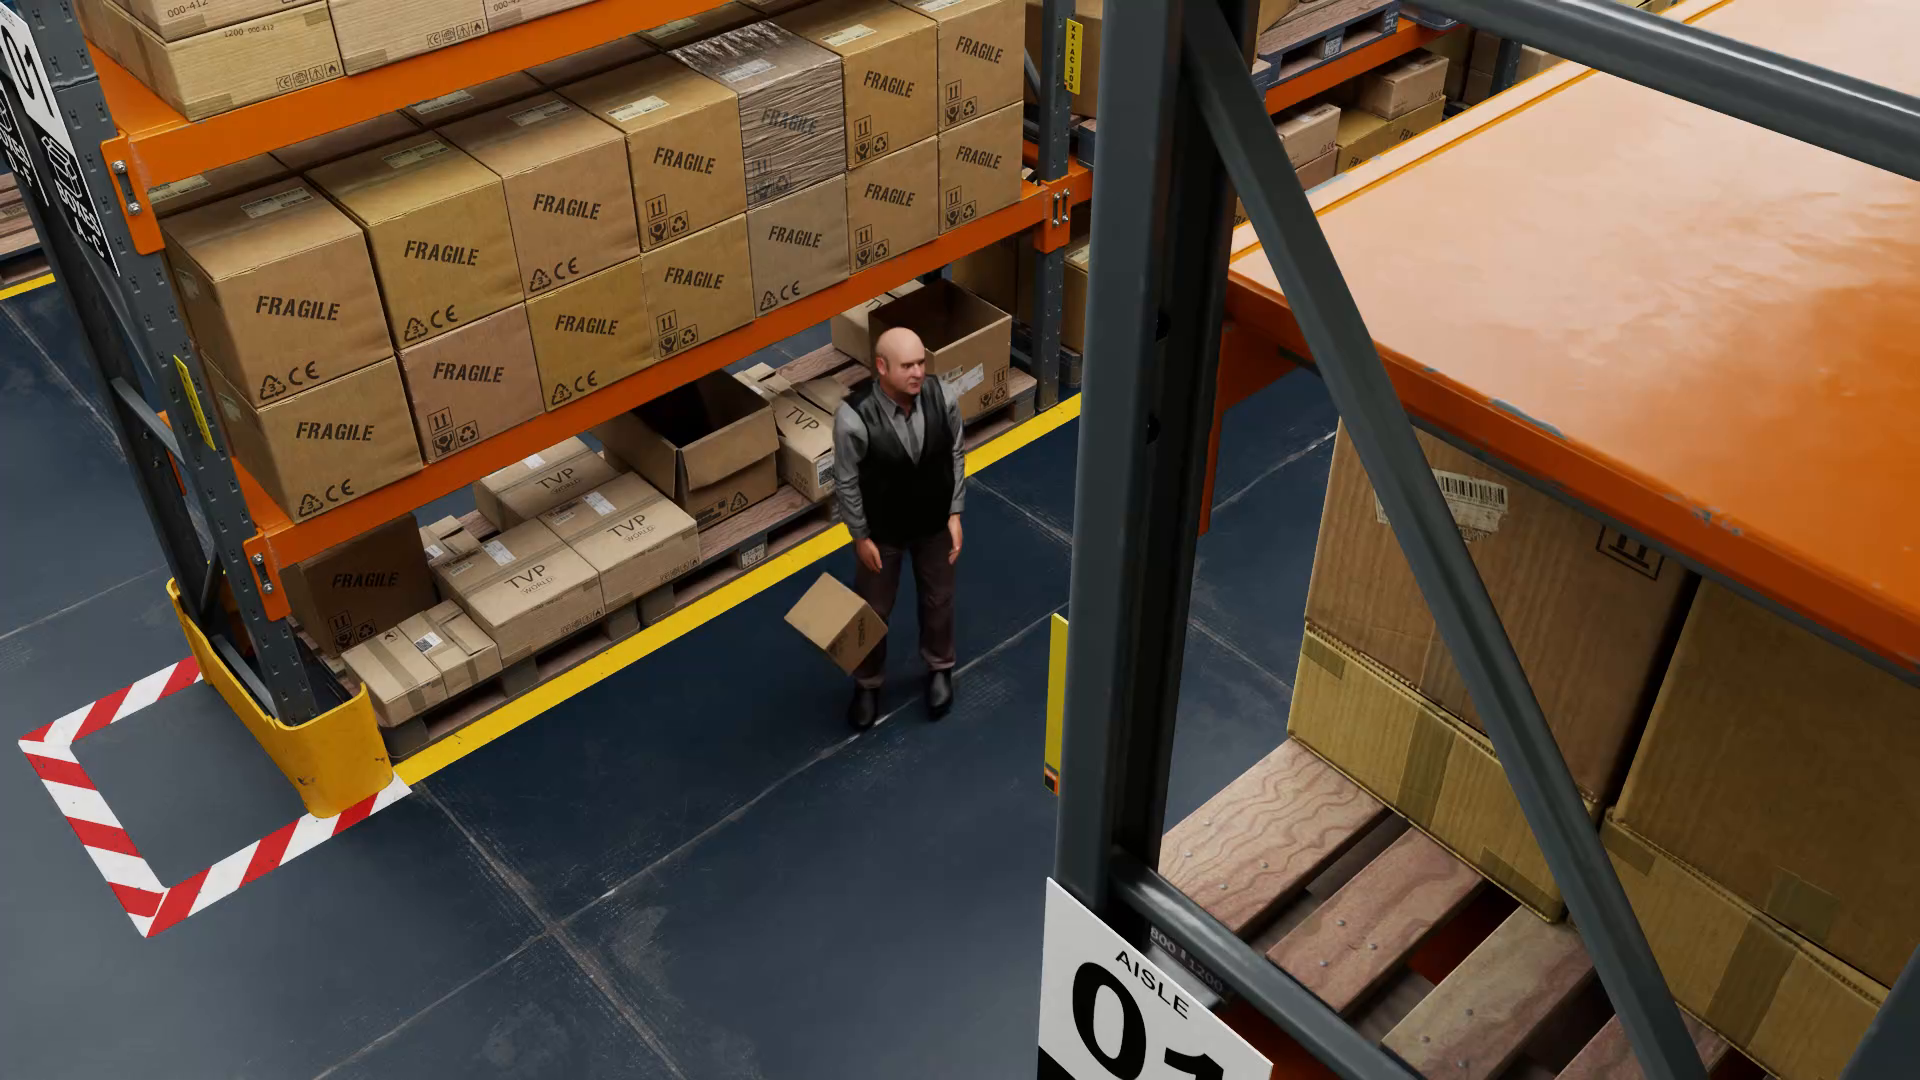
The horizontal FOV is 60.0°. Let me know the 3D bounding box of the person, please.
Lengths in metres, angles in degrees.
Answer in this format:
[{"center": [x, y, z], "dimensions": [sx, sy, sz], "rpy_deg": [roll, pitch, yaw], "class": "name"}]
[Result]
[{"center": [-0.237, -0.034, 6.511], "dimensions": [0.582, 1.733, 0.444], "rpy_deg": [-17, 42, -19], "class": "person"}]
